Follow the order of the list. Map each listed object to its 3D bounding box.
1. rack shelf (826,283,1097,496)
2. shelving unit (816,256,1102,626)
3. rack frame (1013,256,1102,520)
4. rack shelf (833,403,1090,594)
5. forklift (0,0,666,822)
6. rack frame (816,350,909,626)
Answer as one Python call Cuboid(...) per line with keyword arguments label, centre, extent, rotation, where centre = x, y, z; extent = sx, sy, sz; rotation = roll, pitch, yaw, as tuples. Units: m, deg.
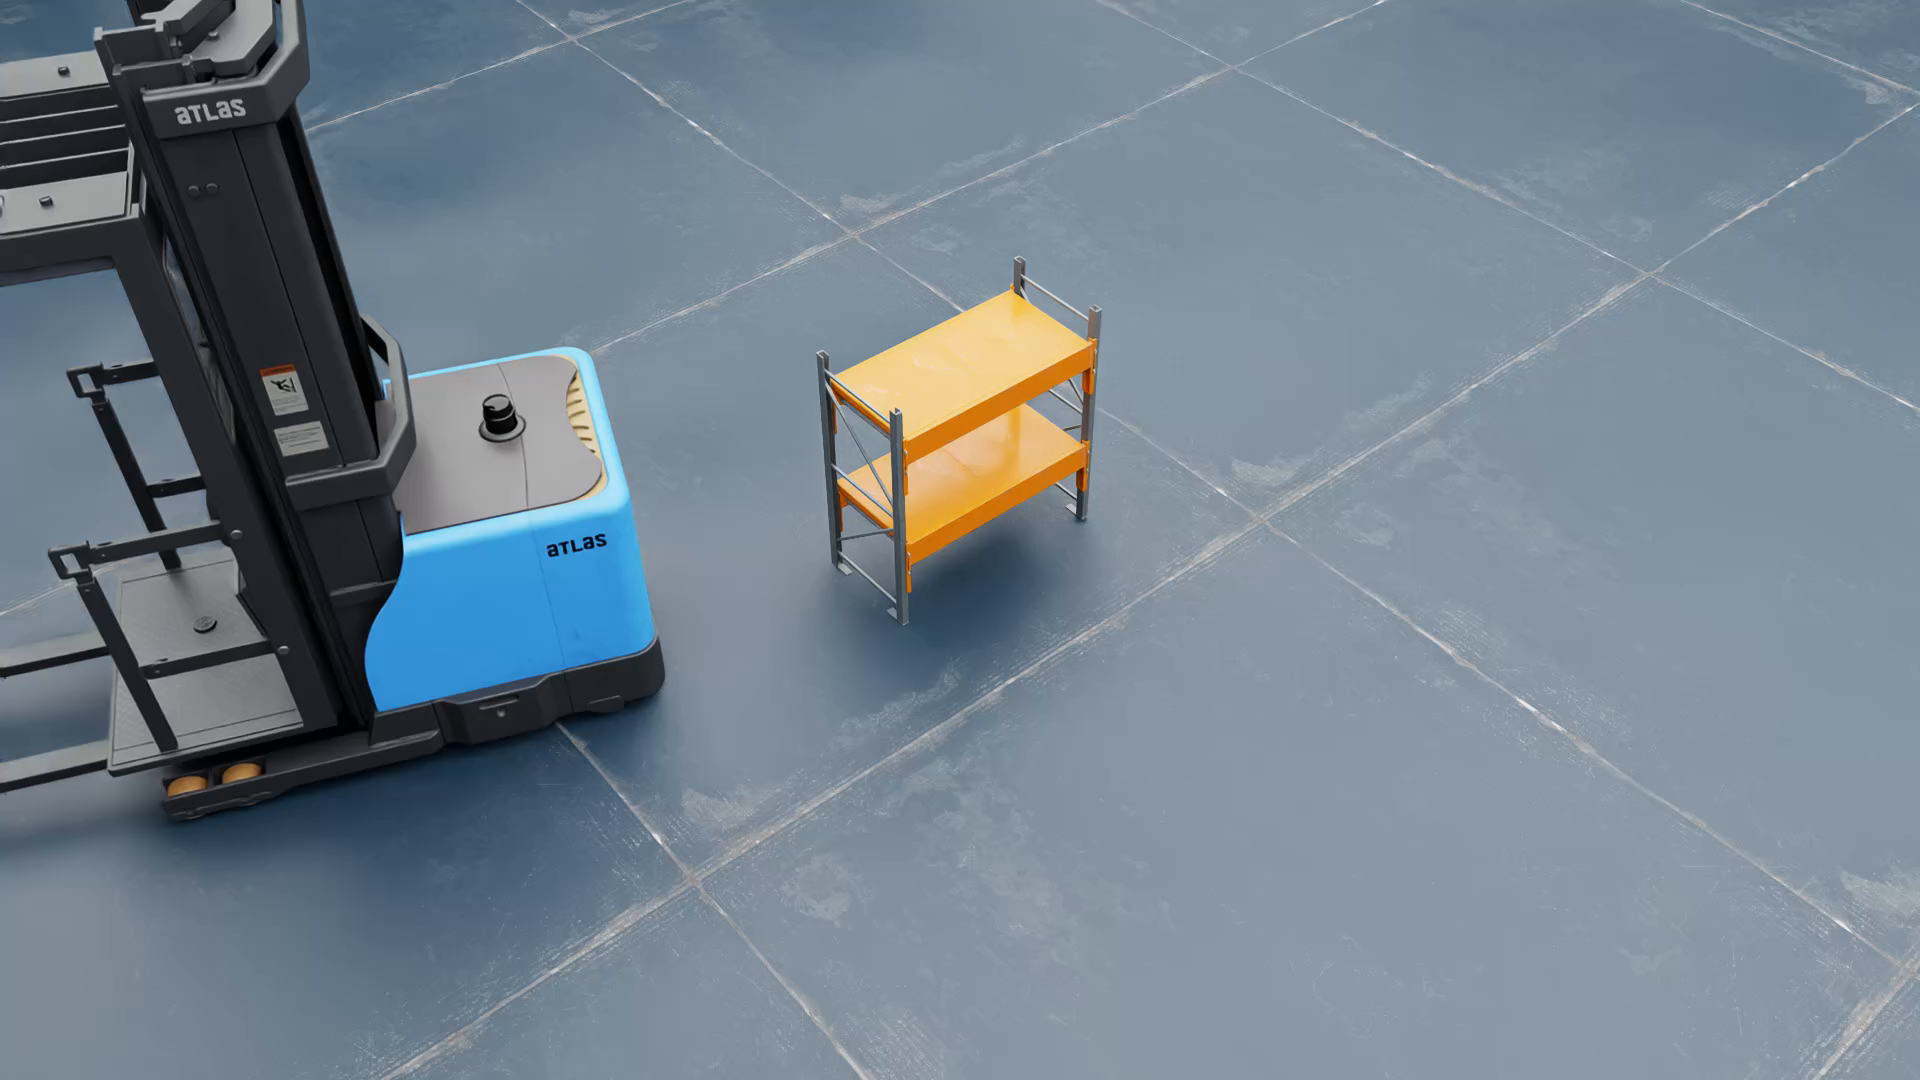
Cuboid(label="rack shelf", centre=(0.005, -0.626, 6.721), extent=(1.000, 0.278, 0.538), rotation=(-30, 51, -28))
Cuboid(label="shelving unit", centre=(0.005, -0.413, 6.922), extent=(1.048, 1.125, 0.538), rotation=(-30, 51, -28))
Cuboid(label="rack frame", centre=(0.395, -0.636, 7.159), extent=(0.032, 1.125, 0.500), rotation=(-30, 51, -28))
Cuboid(label="rack shelf", centre=(0.005, -0.235, 7.089), extent=(1.000, 0.278, 0.538), rotation=(-30, 51, -28))
Cuboid(label="forklift", centre=(-2.747, -0.438, 5.629), extent=(3.031, 2.935, 1.130), rotation=(-13, 45, -13))
Cuboid(label="rack frame", centre=(-0.385, -0.190, 6.684), extent=(0.032, 1.125, 0.500), rotation=(-30, 51, -28))
